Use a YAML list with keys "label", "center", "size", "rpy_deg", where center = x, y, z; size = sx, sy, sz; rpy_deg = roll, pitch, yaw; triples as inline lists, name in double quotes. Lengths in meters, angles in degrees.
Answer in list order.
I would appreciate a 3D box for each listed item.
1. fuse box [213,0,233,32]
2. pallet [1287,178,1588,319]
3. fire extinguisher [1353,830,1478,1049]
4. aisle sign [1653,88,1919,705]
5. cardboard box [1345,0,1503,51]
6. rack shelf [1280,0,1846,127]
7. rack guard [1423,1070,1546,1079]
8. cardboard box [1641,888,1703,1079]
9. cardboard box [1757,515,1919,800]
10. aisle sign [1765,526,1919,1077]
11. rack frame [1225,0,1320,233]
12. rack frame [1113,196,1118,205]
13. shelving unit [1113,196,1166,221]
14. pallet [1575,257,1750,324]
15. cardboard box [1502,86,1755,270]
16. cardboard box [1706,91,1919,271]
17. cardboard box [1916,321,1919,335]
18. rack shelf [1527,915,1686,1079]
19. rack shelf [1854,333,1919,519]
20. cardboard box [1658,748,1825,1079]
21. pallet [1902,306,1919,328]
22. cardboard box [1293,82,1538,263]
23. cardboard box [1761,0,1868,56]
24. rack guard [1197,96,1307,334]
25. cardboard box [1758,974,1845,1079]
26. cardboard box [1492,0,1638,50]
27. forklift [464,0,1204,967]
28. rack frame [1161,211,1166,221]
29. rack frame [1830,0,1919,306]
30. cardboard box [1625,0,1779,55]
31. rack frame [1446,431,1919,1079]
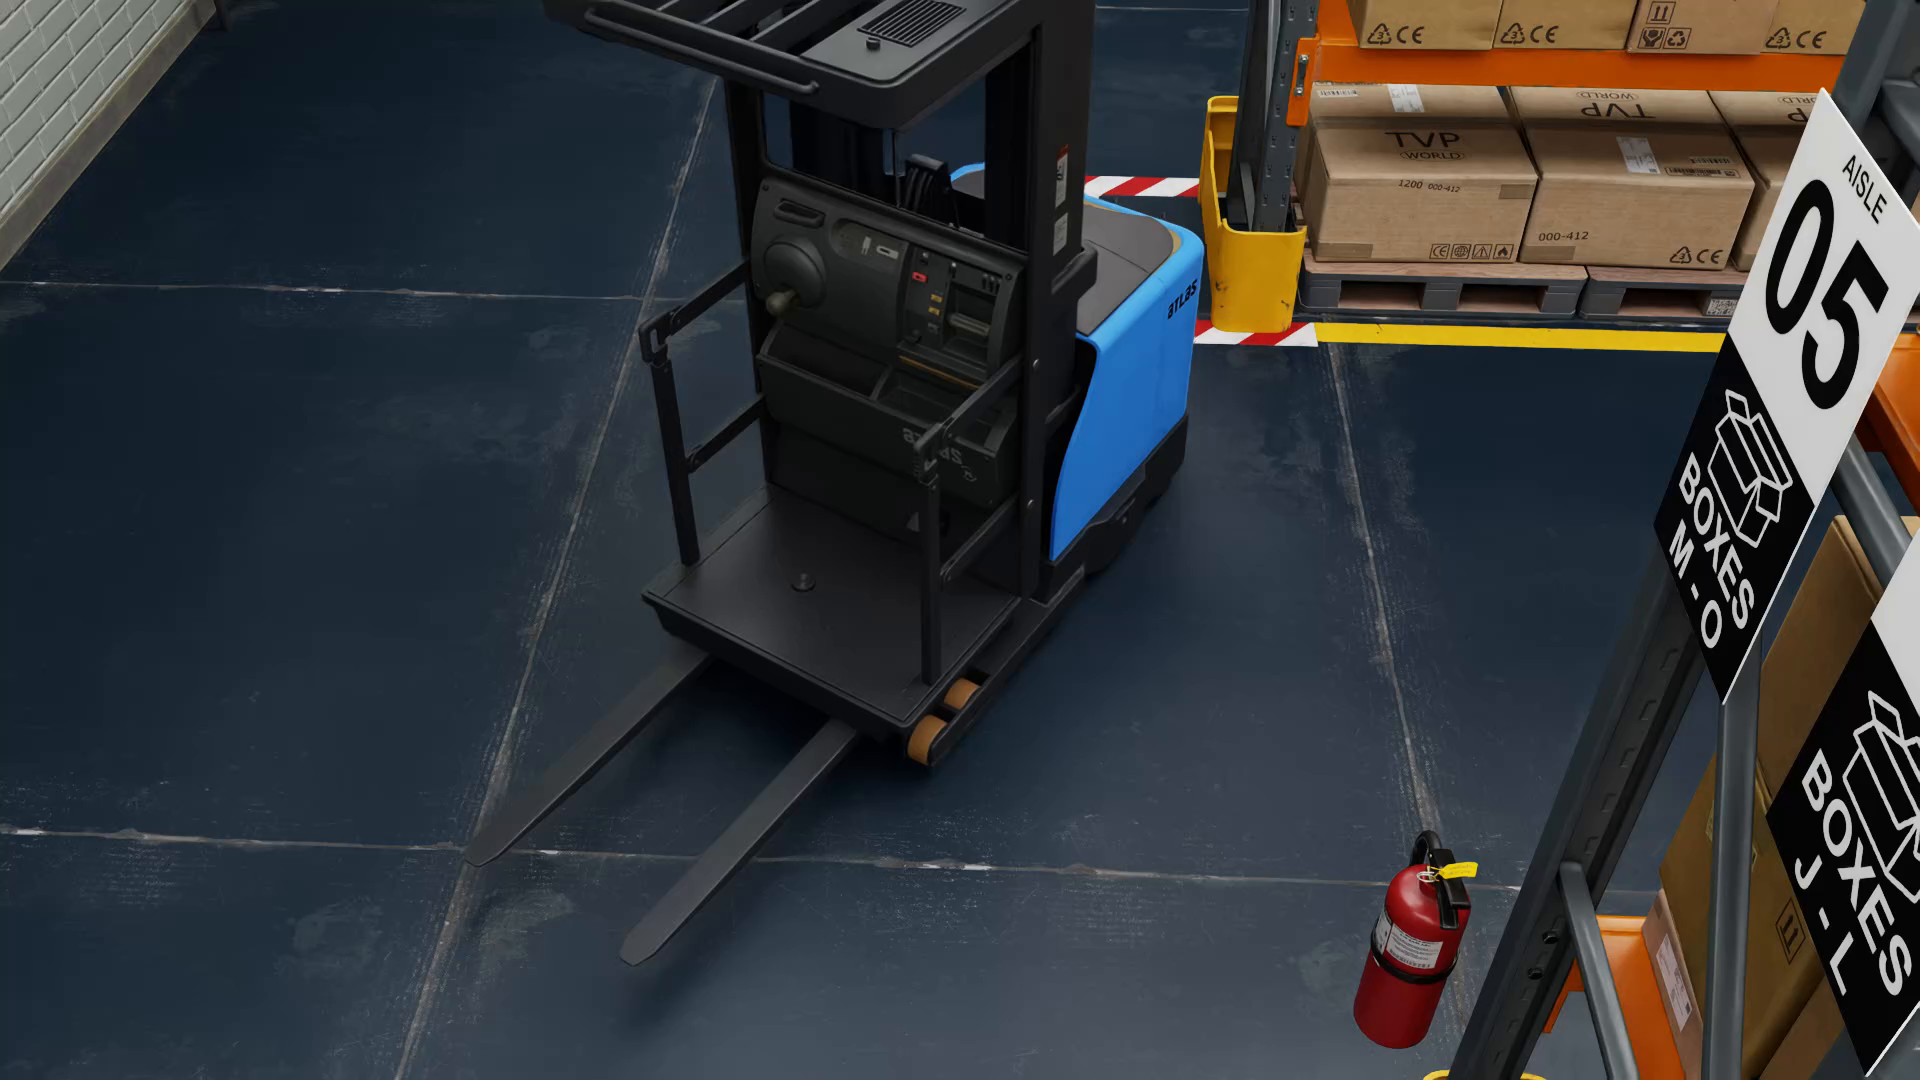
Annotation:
- label: "fuse box"
  center: [-4.075, -3.507, 8.759]
  size: [0.414, 1.711, 0.539]
  rpy_deg: [2, 43, 2]
- label: "pallet"
  center: [2.121, -1.403, 7.602]
  size: [1.213, 0.211, 1.003]
  rpy_deg: [2, 43, 2]
- label: "fire extinguisher"
  center: [0.966, 0.822, 3.498]
  size: [0.183, 0.674, 0.296]
  rpy_deg: [2, 43, 2]
- label: "aisle sign"
  center: [1.137, -0.179, 2.334]
  size: [0.004, 0.787, 0.394]
  rpy_deg: [2, 43, 2]
- label: "cardboard box"
  center: [1.785, -2.221, 6.360]
  size: [0.500, 0.500, 0.500]
  rpy_deg: [1, 43, 2]
- label: "rack shelf"
  center: [3.317, -2.070, 6.799]
  size: [4.000, 0.370, 1.077]
  rpy_deg: [2, 43, 2]
- label: "rack guard"
  center: [1.273, 1.896, 3.848]
  size: [0.348, 0.500, 1.175]
  rpy_deg: [2, 43, 2]
- label: "cardboard box"
  center: [1.535, 0.888, 3.280]
  size: [0.250, 0.149, 0.380]
  rpy_deg: [2, 43, 2]
- label: "cardboard box"
  center: [1.665, 0.312, 2.689]
  size: [0.500, 0.500, 0.500]
  rpy_deg: [1, 43, 1]
- label: "aisle sign"
  center: [1.110, 0.230, 1.896]
  size: [0.004, 0.787, 0.394]
  rpy_deg: [2, 43, 2]
- label: "rack frame"
  center: [1.319, -2.395, 6.620]
  size: [0.127, 3.000, 1.000]
  rpy_deg: [2, 43, 2]
- label: "rack frame"
  center: [0.535, -0.913, 6.570]
  size: [0.006, 0.900, 0.240]
  rpy_deg: [23, 48, 23]
- label: "shelving unit"
  center: [0.621, -0.876, 6.530]
  size: [0.210, 0.900, 0.258]
  rpy_deg: [23, 48, 23]
- label: "pallet"
  center: [3.336, -1.364, 7.559]
  size: [1.213, 0.211, 1.003]
  rpy_deg: [2, 43, 2]
- label: "cardboard box"
  center: [2.897, -1.636, 7.378]
  size: [0.875, 0.438, 0.875]
  rpy_deg: [3, 43, 3]
- label: "cardboard box"
  center: [3.798, -1.608, 7.347]
  size: [0.875, 0.438, 0.875]
  rpy_deg: [1, 43, 1]
- label: "cardboard box"
  center: [1.663, -0.230, 2.206]
  size: [0.500, 0.250, 0.500]
  rpy_deg: [1, 43, 1]
- label: "rack shelf"
  center: [3.195, 1.304, 3.178]
  size: [4.000, 0.370, 1.077]
  rpy_deg: [2, 43, 2]
- label: "rack shelf"
  center: [3.195, 0.206, 2.155]
  size: [4.000, 0.370, 1.077]
  rpy_deg: [2, 43, 2]
- label: "cardboard box"
  center: [1.657, 0.672, 3.036]
  size: [0.500, 0.500, 0.500]
  rpy_deg: [3, 43, 3]
- label: "pallet"
  center: [4.558, -1.328, 7.521]
  size: [1.213, 0.211, 1.003]
  rpy_deg: [2, 43, 2]
- label: "cardboard box"
  center: [1.982, -1.659, 7.402]
  size: [0.875, 0.438, 0.875]
  rpy_deg: [0, 43, 0]
- label: "cardboard box"
  center: [3.300, -2.193, 6.330]
  size: [0.500, 0.500, 0.500]
  rpy_deg: [3, 43, 3]
- label: "rack guard"
  center: [1.295, -1.481, 7.473]
  size: [0.348, 0.500, 1.175]
  rpy_deg: [2, 43, 2]
- label: "cardboard box"
  center: [1.633, 1.035, 2.646]
  size: [0.500, 0.500, 0.500]
  rpy_deg: [4, 43, 4]
- label: "cardboard box"
  center: [2.292, -2.225, 6.364]
  size: [0.500, 0.500, 0.500]
  rpy_deg: [1, 43, 1]
- label: "forklift"
  center: [-0.357, -0.704, 4.856]
  size: [1.130, 2.935, 3.031]
  rpy_deg: [24, 48, 24]
- label: "rack frame"
  center: [0.707, -0.839, 6.491]
  size: [0.006, 0.900, 0.240]
  rpy_deg: [23, 48, 23]
- label: "rack frame"
  center: [1.197, -1.216, 0.954]
  size: [0.127, 3.000, 1.000]
  rpy_deg: [2, 43, 2]
- label: "cardboard box"
  center: [2.799, -2.197, 6.334]
  size: [0.500, 0.500, 0.500]
  rpy_deg: [2, 43, 2]
- label: "rack frame"
  center: [1.197, 0.979, 2.999]
  size: [0.127, 3.000, 1.000]
  rpy_deg: [2, 43, 2]
